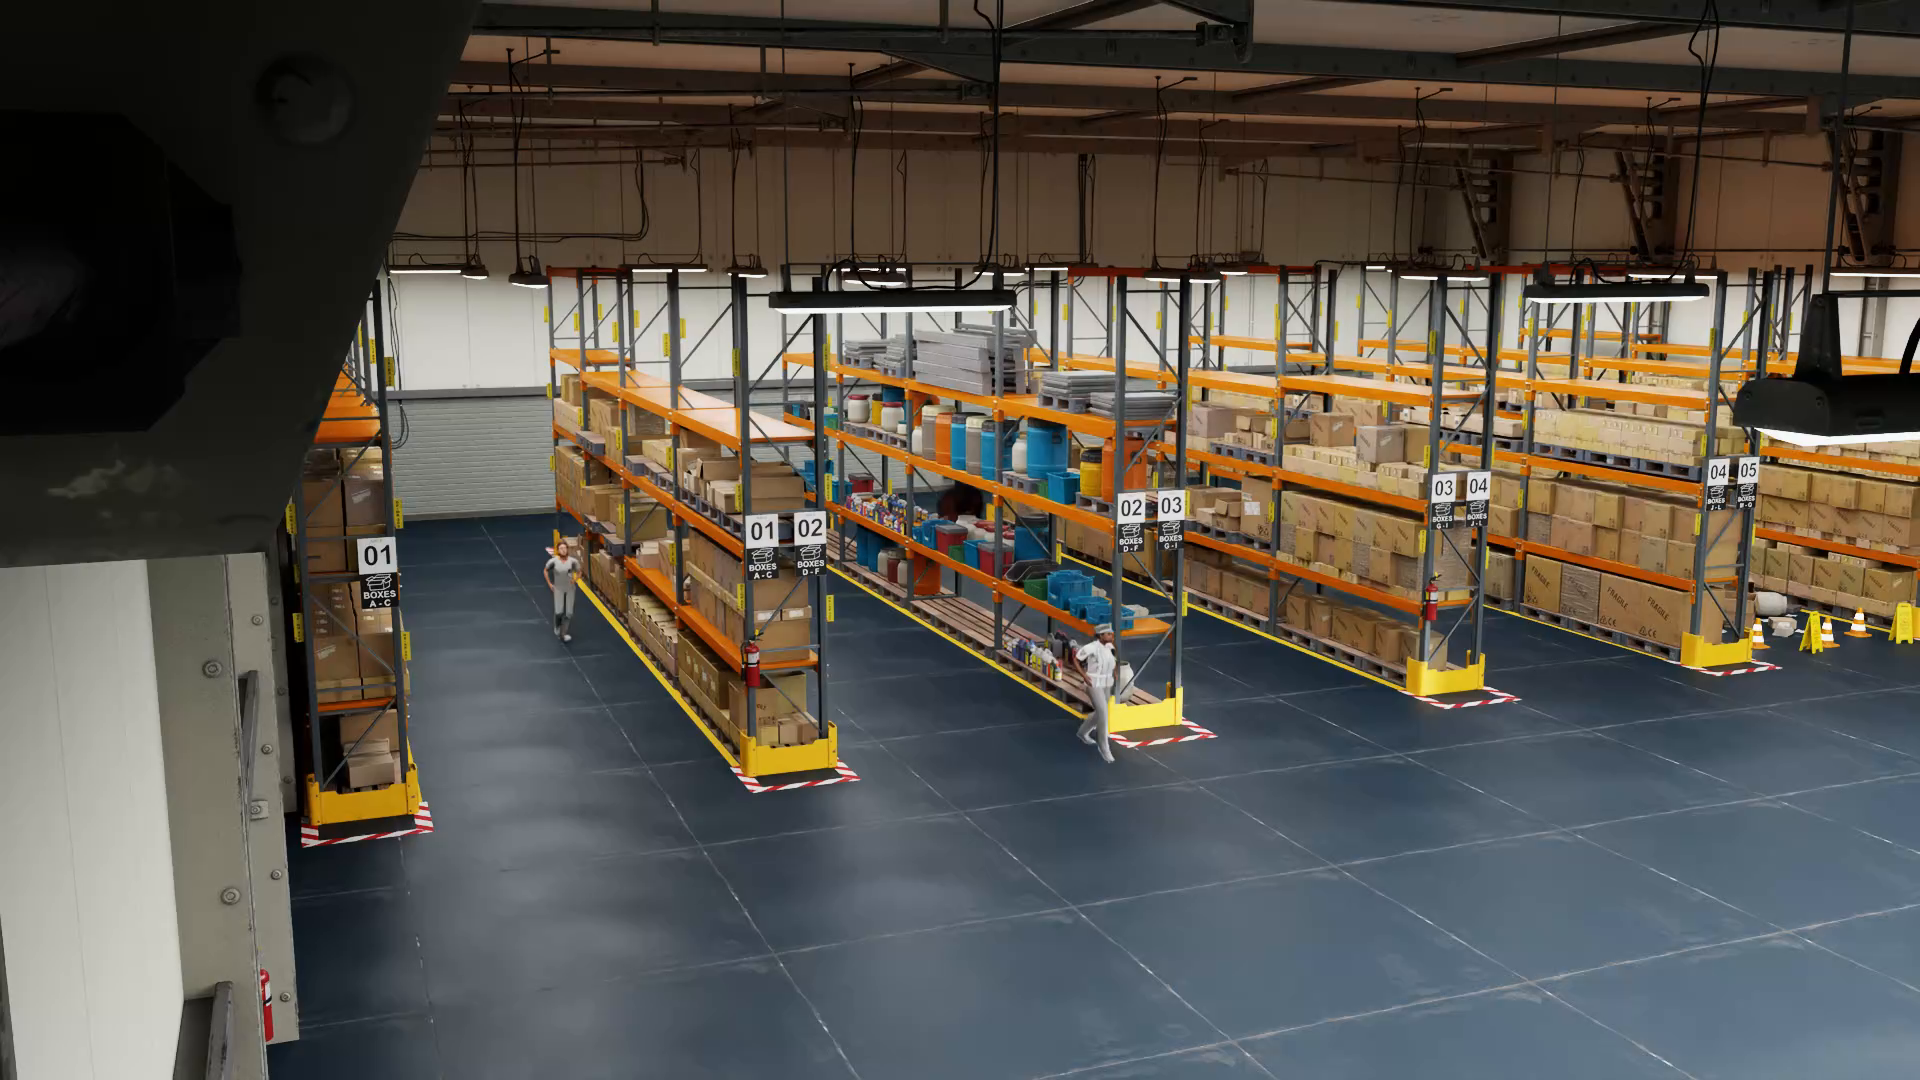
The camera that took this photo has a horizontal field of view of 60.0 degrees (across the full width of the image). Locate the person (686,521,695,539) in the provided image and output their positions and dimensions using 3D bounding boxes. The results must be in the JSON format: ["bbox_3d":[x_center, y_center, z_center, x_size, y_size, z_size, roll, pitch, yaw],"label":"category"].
[{"bbox_3d":[-5.738,-0.502,34.541,0.731,1.788,0.606,-6,12,-33],"label":"person"}]

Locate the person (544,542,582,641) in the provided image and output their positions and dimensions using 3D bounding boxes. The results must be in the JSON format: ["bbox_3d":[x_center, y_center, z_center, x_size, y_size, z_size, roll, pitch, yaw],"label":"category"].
[{"bbox_3d":[-6.447,0.841,27.093,0.609,1.638,0.527,-3,10,-17],"label":"person"}]

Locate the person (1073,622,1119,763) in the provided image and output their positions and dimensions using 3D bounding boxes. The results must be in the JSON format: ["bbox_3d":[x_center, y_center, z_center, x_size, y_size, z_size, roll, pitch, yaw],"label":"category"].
[{"bbox_3d":[1.782,1.880,21.065,0.579,1.718,0.861,-9,13,-42],"label":"person"}]
